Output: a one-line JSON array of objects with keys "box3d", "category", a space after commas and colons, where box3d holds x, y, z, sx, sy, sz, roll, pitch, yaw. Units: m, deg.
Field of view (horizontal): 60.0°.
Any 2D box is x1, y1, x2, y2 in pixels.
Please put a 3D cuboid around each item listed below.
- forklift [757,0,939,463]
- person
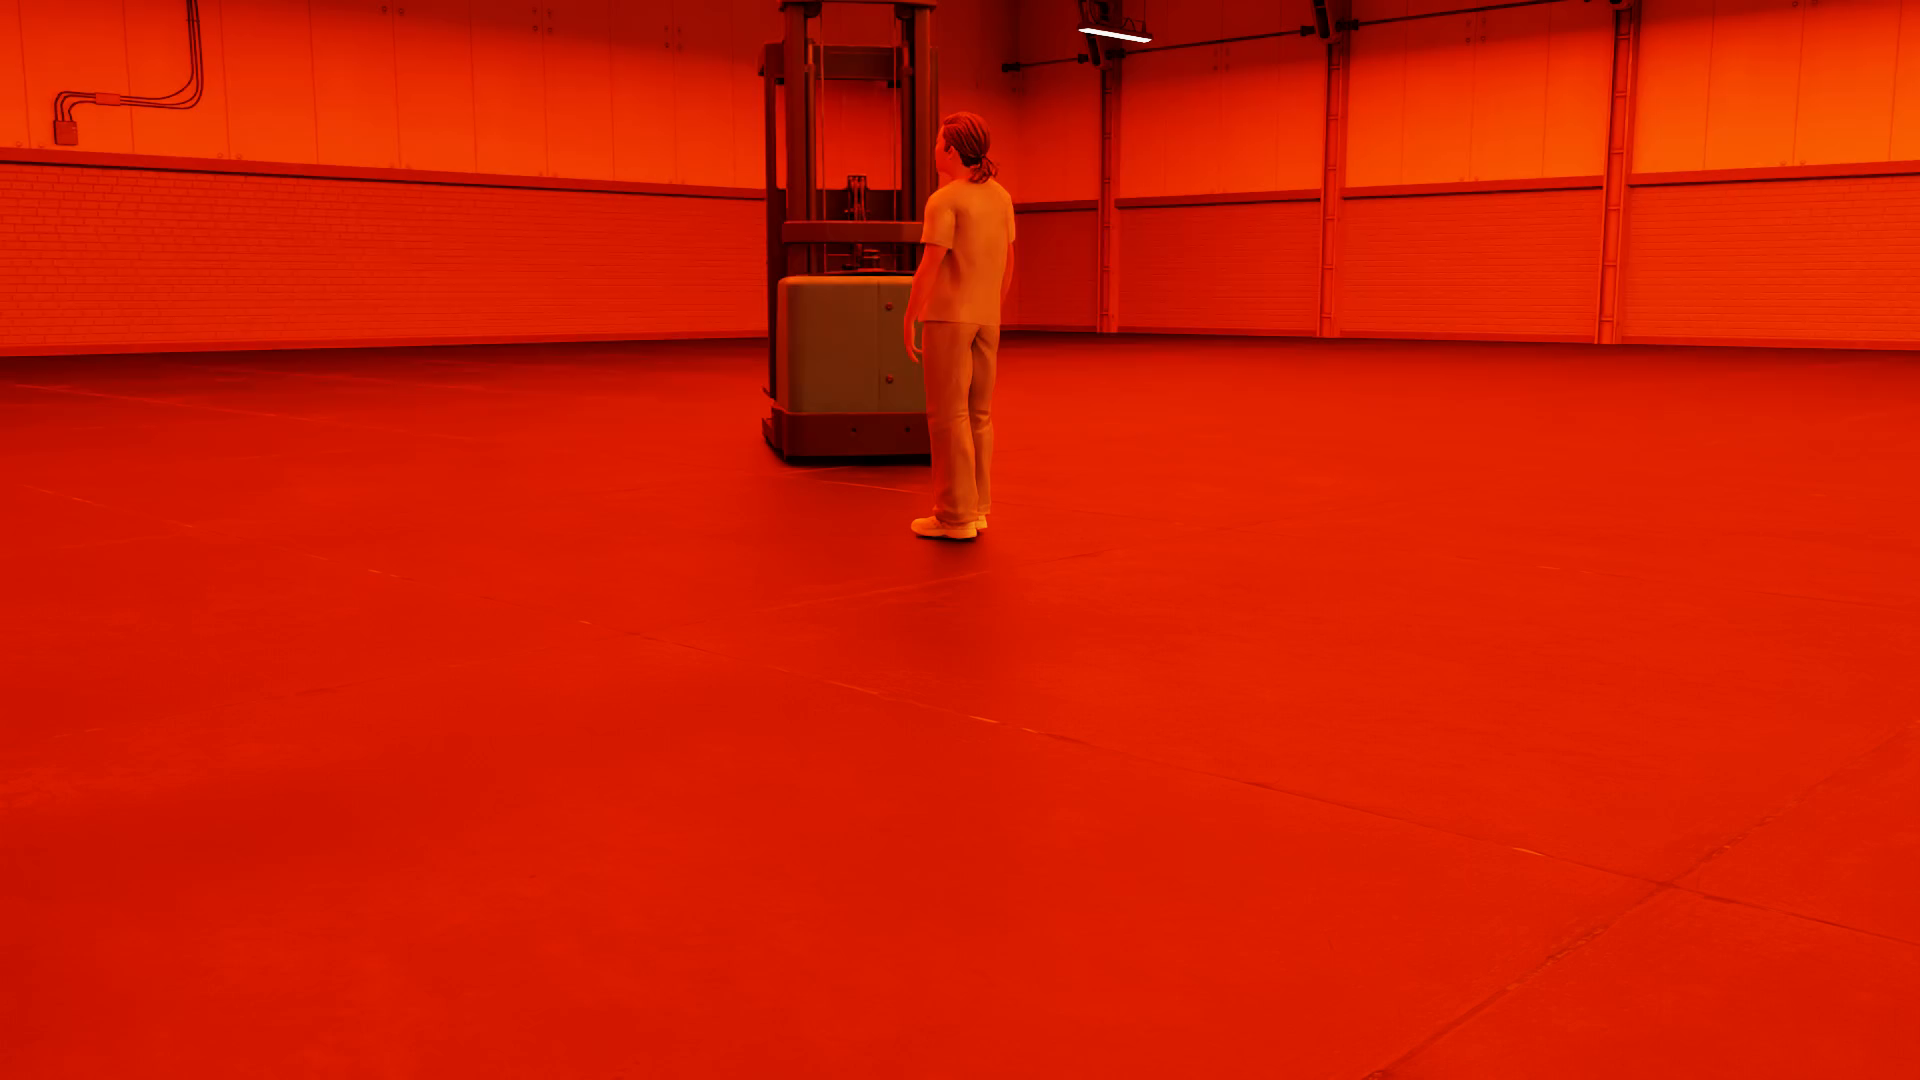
[{"box3d": [-0.716, -2.081, 10.698, 1.130, 2.935, 3.031, -2, 9, -10], "category": "forklift"}, {"box3d": [-0.044, -0.839, 6.652, 0.549, 1.664, 0.550, 8, 12, 43], "category": "person"}]
